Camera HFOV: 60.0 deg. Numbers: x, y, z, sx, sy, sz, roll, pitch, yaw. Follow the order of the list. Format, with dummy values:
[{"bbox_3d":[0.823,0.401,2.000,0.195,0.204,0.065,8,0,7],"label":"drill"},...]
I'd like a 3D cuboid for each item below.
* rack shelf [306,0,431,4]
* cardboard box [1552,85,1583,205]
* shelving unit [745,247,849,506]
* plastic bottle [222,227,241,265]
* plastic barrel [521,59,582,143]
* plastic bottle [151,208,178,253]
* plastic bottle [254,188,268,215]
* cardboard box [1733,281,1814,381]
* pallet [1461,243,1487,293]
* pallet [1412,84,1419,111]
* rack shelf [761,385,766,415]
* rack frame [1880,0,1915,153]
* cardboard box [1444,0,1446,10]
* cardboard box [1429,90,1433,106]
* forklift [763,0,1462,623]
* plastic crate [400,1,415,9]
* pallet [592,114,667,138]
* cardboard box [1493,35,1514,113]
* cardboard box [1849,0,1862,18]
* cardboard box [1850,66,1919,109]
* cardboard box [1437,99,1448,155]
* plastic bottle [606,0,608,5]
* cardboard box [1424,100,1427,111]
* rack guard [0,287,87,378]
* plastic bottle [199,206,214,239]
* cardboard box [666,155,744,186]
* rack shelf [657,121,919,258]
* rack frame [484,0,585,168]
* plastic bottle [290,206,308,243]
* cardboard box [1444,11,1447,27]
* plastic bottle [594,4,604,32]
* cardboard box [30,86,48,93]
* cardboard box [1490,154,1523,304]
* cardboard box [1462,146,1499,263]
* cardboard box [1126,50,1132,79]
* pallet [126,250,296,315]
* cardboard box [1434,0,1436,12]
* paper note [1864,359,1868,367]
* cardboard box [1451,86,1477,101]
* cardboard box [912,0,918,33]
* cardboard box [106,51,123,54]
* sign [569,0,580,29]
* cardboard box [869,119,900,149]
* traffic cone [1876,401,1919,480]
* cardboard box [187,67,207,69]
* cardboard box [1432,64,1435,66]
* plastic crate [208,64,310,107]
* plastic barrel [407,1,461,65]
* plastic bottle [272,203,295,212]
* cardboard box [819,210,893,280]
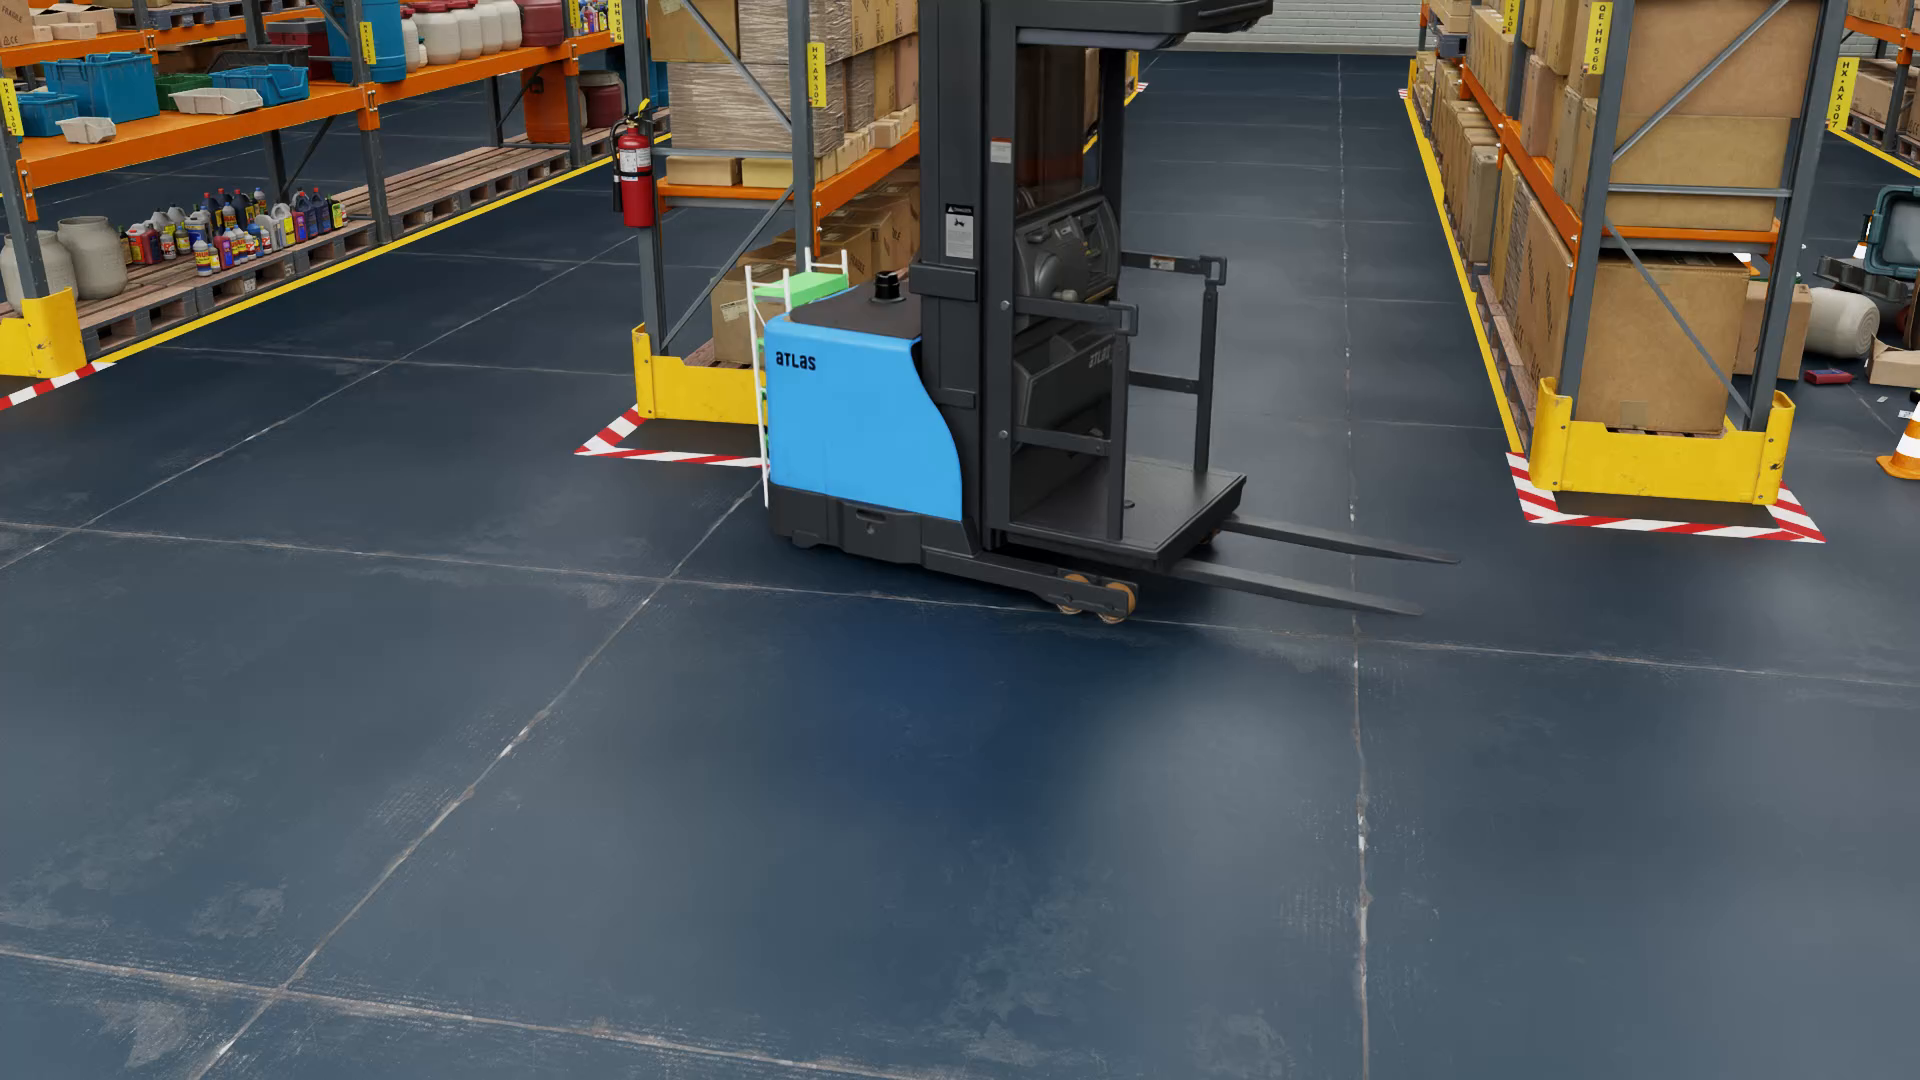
[{"bbox_3d":[-8.130,-7.635,23.759,1.077,0.370,4.000,4,22,11],"label":"rack shelf"},{"bbox_3d":[3.668,-2.089,8.824,0.875,0.550,0.550,4,22,11],"label":"cardboard box"},{"bbox_3d":[-0.761,-0.796,8.208,0.258,1.200,0.503,9,24,29],"label":"shelving unit"},{"bbox_3d":[-5.393,-2.173,12.297,0.097,0.271,0.097,0,22,0],"label":"plastic bottle"},{"bbox_3d":[-4.423,-4.764,18.010,0.600,0.830,0.708,4,22,11],"label":"plastic barrel"},{"bbox_3d":[-6.056,-2.352,12.635,0.144,0.351,0.185,5,23,13],"label":"plastic bottle"},{"bbox_3d":[-5.816,-2.788,13.824,0.097,0.271,0.097,0,22,0],"label":"plastic bottle"},{"bbox_3d":[5.049,-1.336,10.498,0.500,0.500,0.500,8,23,20],"label":"cardboard box"},{"bbox_3d":[4.445,-2.134,12.871,1.003,0.211,1.213,4,22,11],"label":"pallet"},{"bbox_3d":[6.594,-5.913,22.253,1.003,0.211,1.213,4,22,11],"label":"pallet"},{"bbox_3d":[-0.759,-0.736,8.230,0.258,0.148,0.480,9,24,29],"label":"rack shelf"},{"bbox_3d":[10.861,-5.725,18.054,1.000,3.000,0.127,4,22,11],"label":"rack frame"},{"bbox_3d":[4.988,-5.320,16.424,0.380,0.149,0.250,5,22,11],"label":"cardboard box"},{"bbox_3d":[5.747,-5.216,19.644,0.380,0.149,0.250,5,22,12],"label":"cardboard box"},{"bbox_3d":[0.645,-1.238,7.003,3.031,2.935,1.130,12,25,26],"label":"forklift"},{"bbox_3d":[-5.135,-4.858,15.814,0.402,0.464,0.583,4,22,11],"label":"plastic crate"},{"bbox_3d":[-4.135,-4.838,19.585,1.003,0.211,1.213,4,22,11],"label":"pallet"},{"bbox_3d":[4.206,-3.398,12.141,0.500,0.500,0.500,4,22,11],"label":"cardboard box"},{"bbox_3d":[11.014,-6.525,19.905,0.500,0.500,0.500,5,23,13],"label":"cardboard box"},{"bbox_3d":[11.461,-5.610,20.636,0.875,0.438,0.875,5,22,12],"label":"cardboard box"},{"bbox_3d":[5.258,-4.283,17.257,0.500,0.500,0.500,3,22,9],"label":"cardboard box"},{"bbox_3d":[-3.958,-6.034,18.887,0.144,0.351,0.185,4,22,11],"label":"plastic bottle"},{"bbox_3d":[5.866,-5.298,20.247,0.380,0.149,0.250,4,22,9],"label":"cardboard box"},{"bbox_3d":[-6.169,-1.342,10.516,1.175,0.500,0.348,4,22,11],"label":"rack guard"},{"bbox_3d":[-5.925,-2.482,13.064,0.097,0.271,0.097,0,22,0],"label":"plastic bottle"},{"bbox_3d":[-1.434,-2.096,9.378,0.380,0.149,0.250,4,22,11],"label":"cardboard box"},{"bbox_3d":[-0.881,-2.490,10.984,1.077,0.370,4.000,4,22,11],"label":"rack shelf"},{"bbox_3d":[-4.506,-5.395,17.235,1.000,3.000,0.127,4,22,11],"label":"rack frame"},{"bbox_3d":[-5.203,-2.486,13.059,0.061,0.283,0.133,6,23,14],"label":"plastic bottle"},{"bbox_3d":[4.933,-5.081,16.229,0.380,0.149,0.250,5,22,12],"label":"cardboard box"},{"bbox_3d":[-3.935,-5.690,18.122,0.061,0.283,0.133,4,22,11],"label":"plastic bottle"},{"bbox_3d":[-9.749,-4.785,18.087,0.500,0.311,0.500,5,23,13],"label":"cardboard box"},{"bbox_3d":[4.165,-2.125,11.396,0.875,0.875,0.875,5,22,12],"label":"cardboard box"},{"bbox_3d":[4.400,-2.525,12.557,1.050,0.750,0.750,4,22,11],"label":"cardboard box"},{"bbox_3d":[1.923,-6.913,23.285,0.875,0.875,0.875,4,22,11],"label":"cardboard box"},{"bbox_3d":[-5.747,-1.949,12.411,1.003,0.211,1.213,4,22,11],"label":"pallet"},{"bbox_3d":[5.305,-5.750,17.890,0.380,0.149,0.250,5,22,11],"label":"cardboard box"},{"bbox_3d":[5.876,-1.123,10.611,0.172,0.023,0.155,13,25,29],"label":"paper note"},{"bbox_3d":[5.061,-4.256,16.186,0.500,0.250,0.500,4,22,10],"label":"cardboard box"},{"bbox_3d":[-0.500,-3.652,11.036,0.500,0.500,0.500,4,22,11],"label":"cardboard box"},{"bbox_3d":[-12.923,-7.286,24.712,0.700,0.500,0.500,5,22,12],"label":"cardboard box"},{"bbox_3d":[-3.966,-5.432,17.107,0.100,0.325,0.005,4,22,11],"label":"sign"},{"bbox_3d":[-0.597,-2.603,10.638,0.380,0.149,0.250,4,22,11],"label":"cardboard box"},{"bbox_3d":[5.044,-0.586,8.690,0.336,0.463,0.334,4,22,11],"label":"traffic cone"},{"bbox_3d":[-9.186,-5.561,20.402,0.500,0.500,0.500,4,22,9],"label":"cardboard box"},{"bbox_3d":[6.164,-5.929,21.018,0.380,0.149,0.250,5,22,11],"label":"cardboard box"},{"bbox_3d":[-5.282,-3.438,12.574,0.499,0.251,0.616,4,22,11],"label":"plastic crate"},{"bbox_3d":[-4.763,-4.597,15.071,0.433,0.535,0.433,0,22,0],"label":"plastic barrel"},{"bbox_3d":[-5.361,-2.548,13.221,0.152,0.276,0.135,4,22,11],"label":"plastic bottle"},{"bbox_3d":[-0.753,-2.004,11.598,0.500,0.500,0.500,2,22,6],"label":"cardboard box"}]
